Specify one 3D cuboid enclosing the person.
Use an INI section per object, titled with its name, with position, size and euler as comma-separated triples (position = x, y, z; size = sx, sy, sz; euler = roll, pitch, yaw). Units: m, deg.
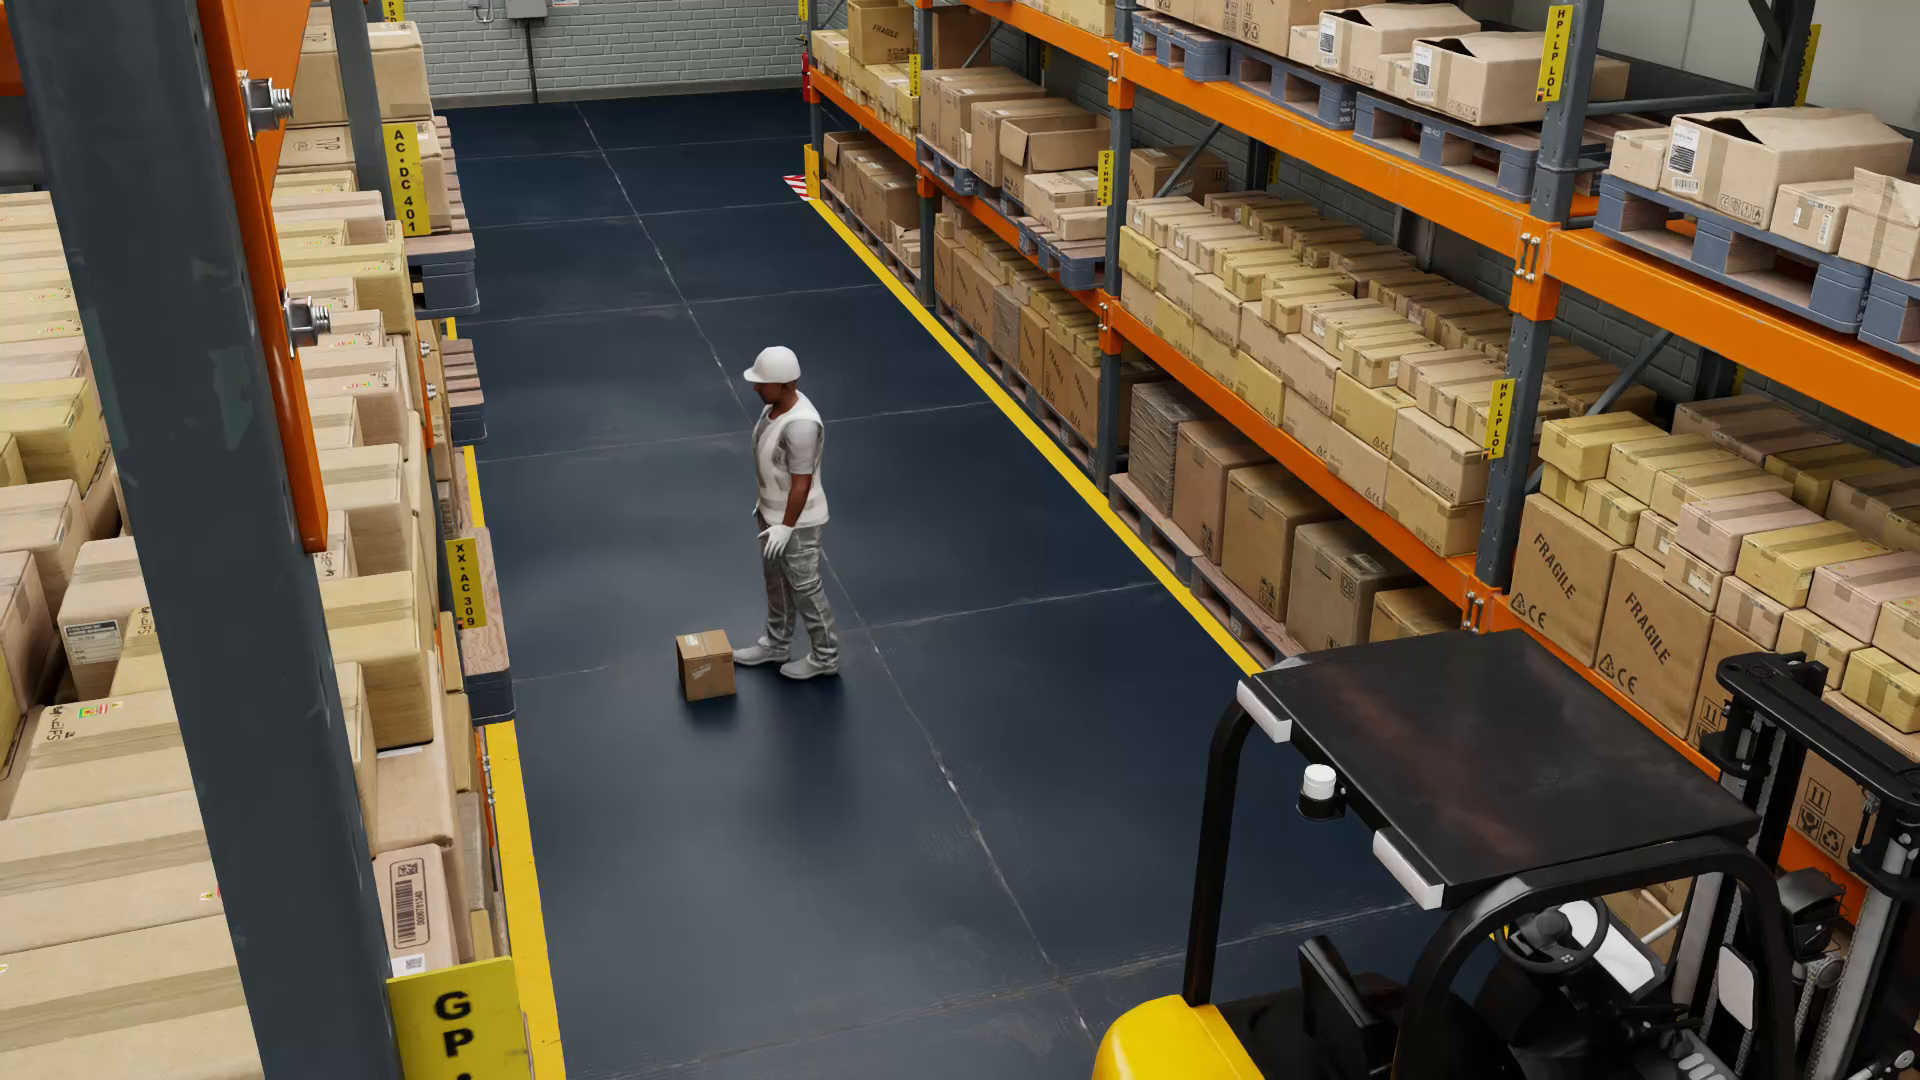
[person]
position = -0.907, -0.119, 8.315
size = 0.514, 1.785, 0.568
euler = -8, 27, -16
